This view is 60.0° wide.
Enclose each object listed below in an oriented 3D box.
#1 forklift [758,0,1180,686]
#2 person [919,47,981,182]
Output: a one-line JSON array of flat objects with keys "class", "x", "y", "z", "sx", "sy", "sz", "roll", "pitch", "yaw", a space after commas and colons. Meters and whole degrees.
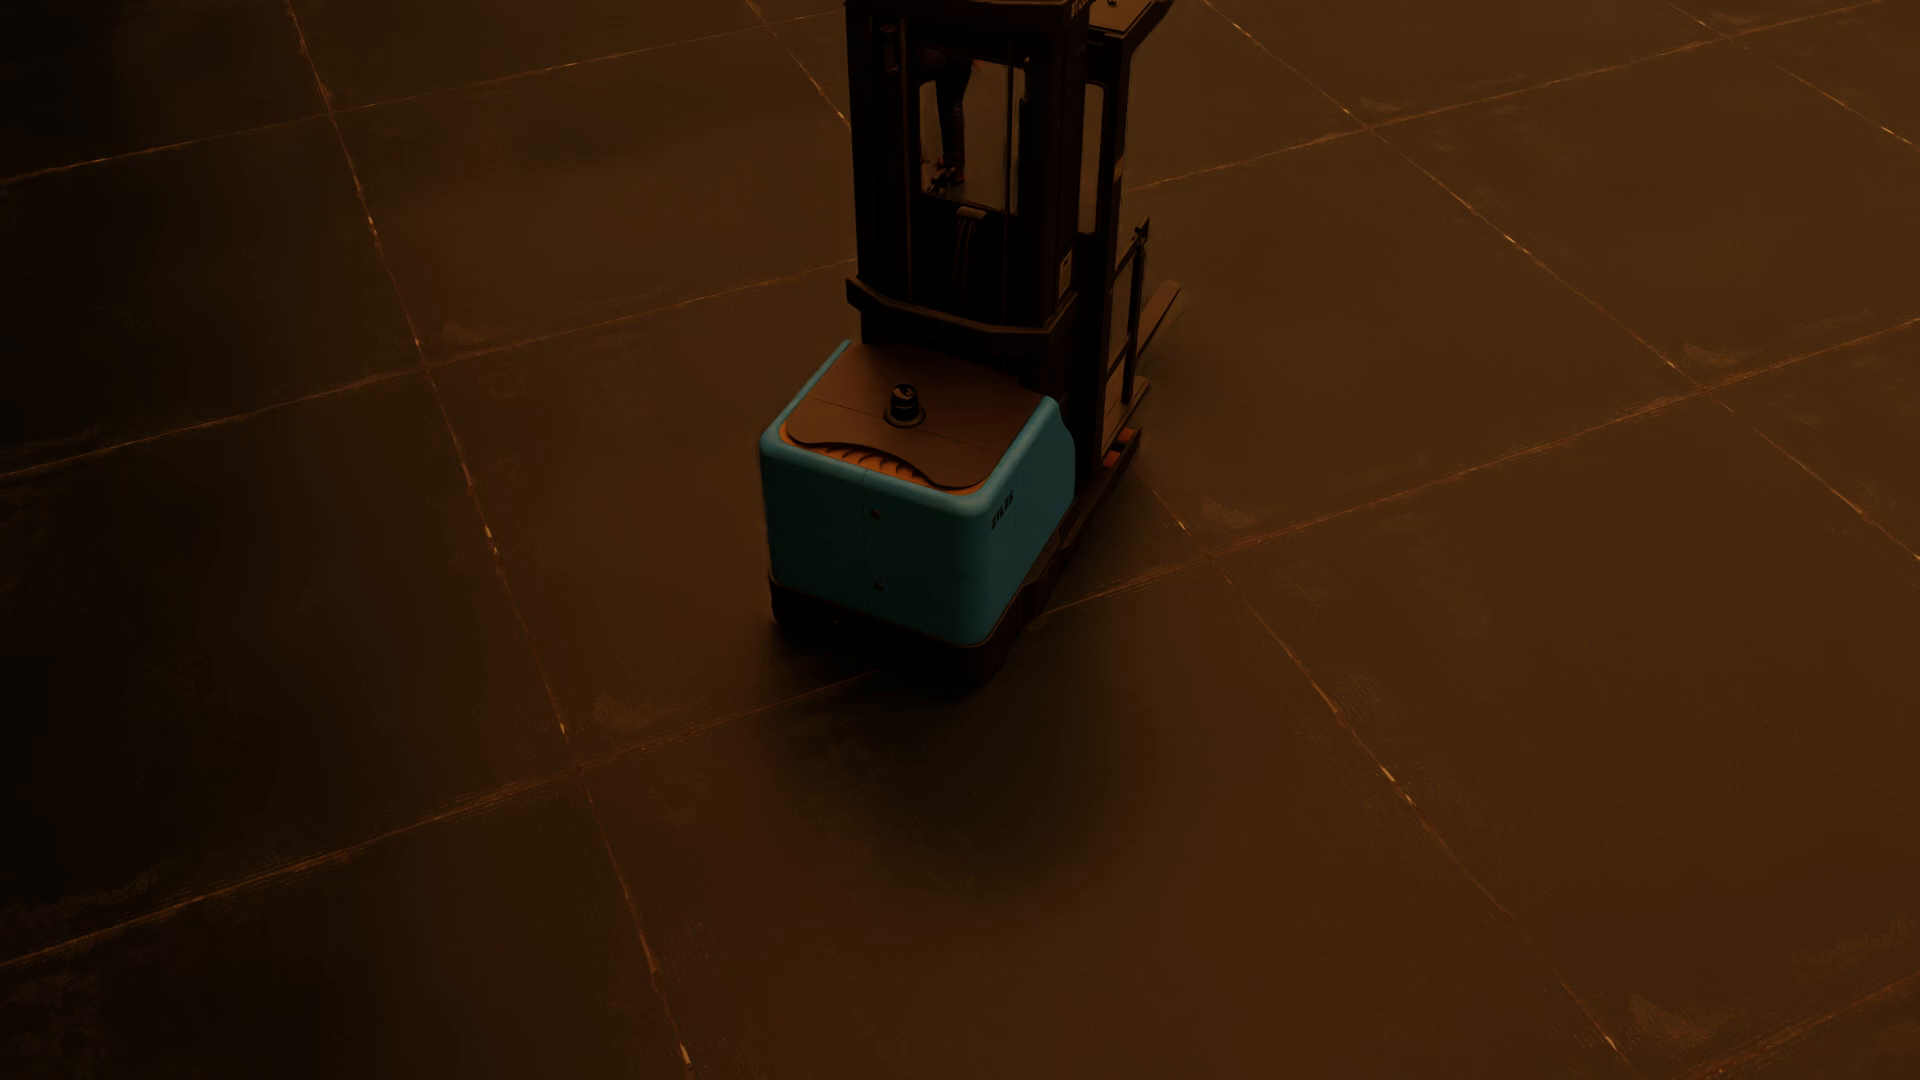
[{"class": "forklift", "x": 0.245, "y": -1.461, "z": 7.246, "sx": 1.130, "sy": 2.935, "sz": 3.031, "roll": 18, "pitch": 46, "yaw": 18}, {"class": "person", "x": -0.170, "y": -2.877, "z": 9.724, "sx": 0.596, "sy": 1.637, "sz": 0.465, "roll": -18, "pitch": 46, "yaw": -19}]
